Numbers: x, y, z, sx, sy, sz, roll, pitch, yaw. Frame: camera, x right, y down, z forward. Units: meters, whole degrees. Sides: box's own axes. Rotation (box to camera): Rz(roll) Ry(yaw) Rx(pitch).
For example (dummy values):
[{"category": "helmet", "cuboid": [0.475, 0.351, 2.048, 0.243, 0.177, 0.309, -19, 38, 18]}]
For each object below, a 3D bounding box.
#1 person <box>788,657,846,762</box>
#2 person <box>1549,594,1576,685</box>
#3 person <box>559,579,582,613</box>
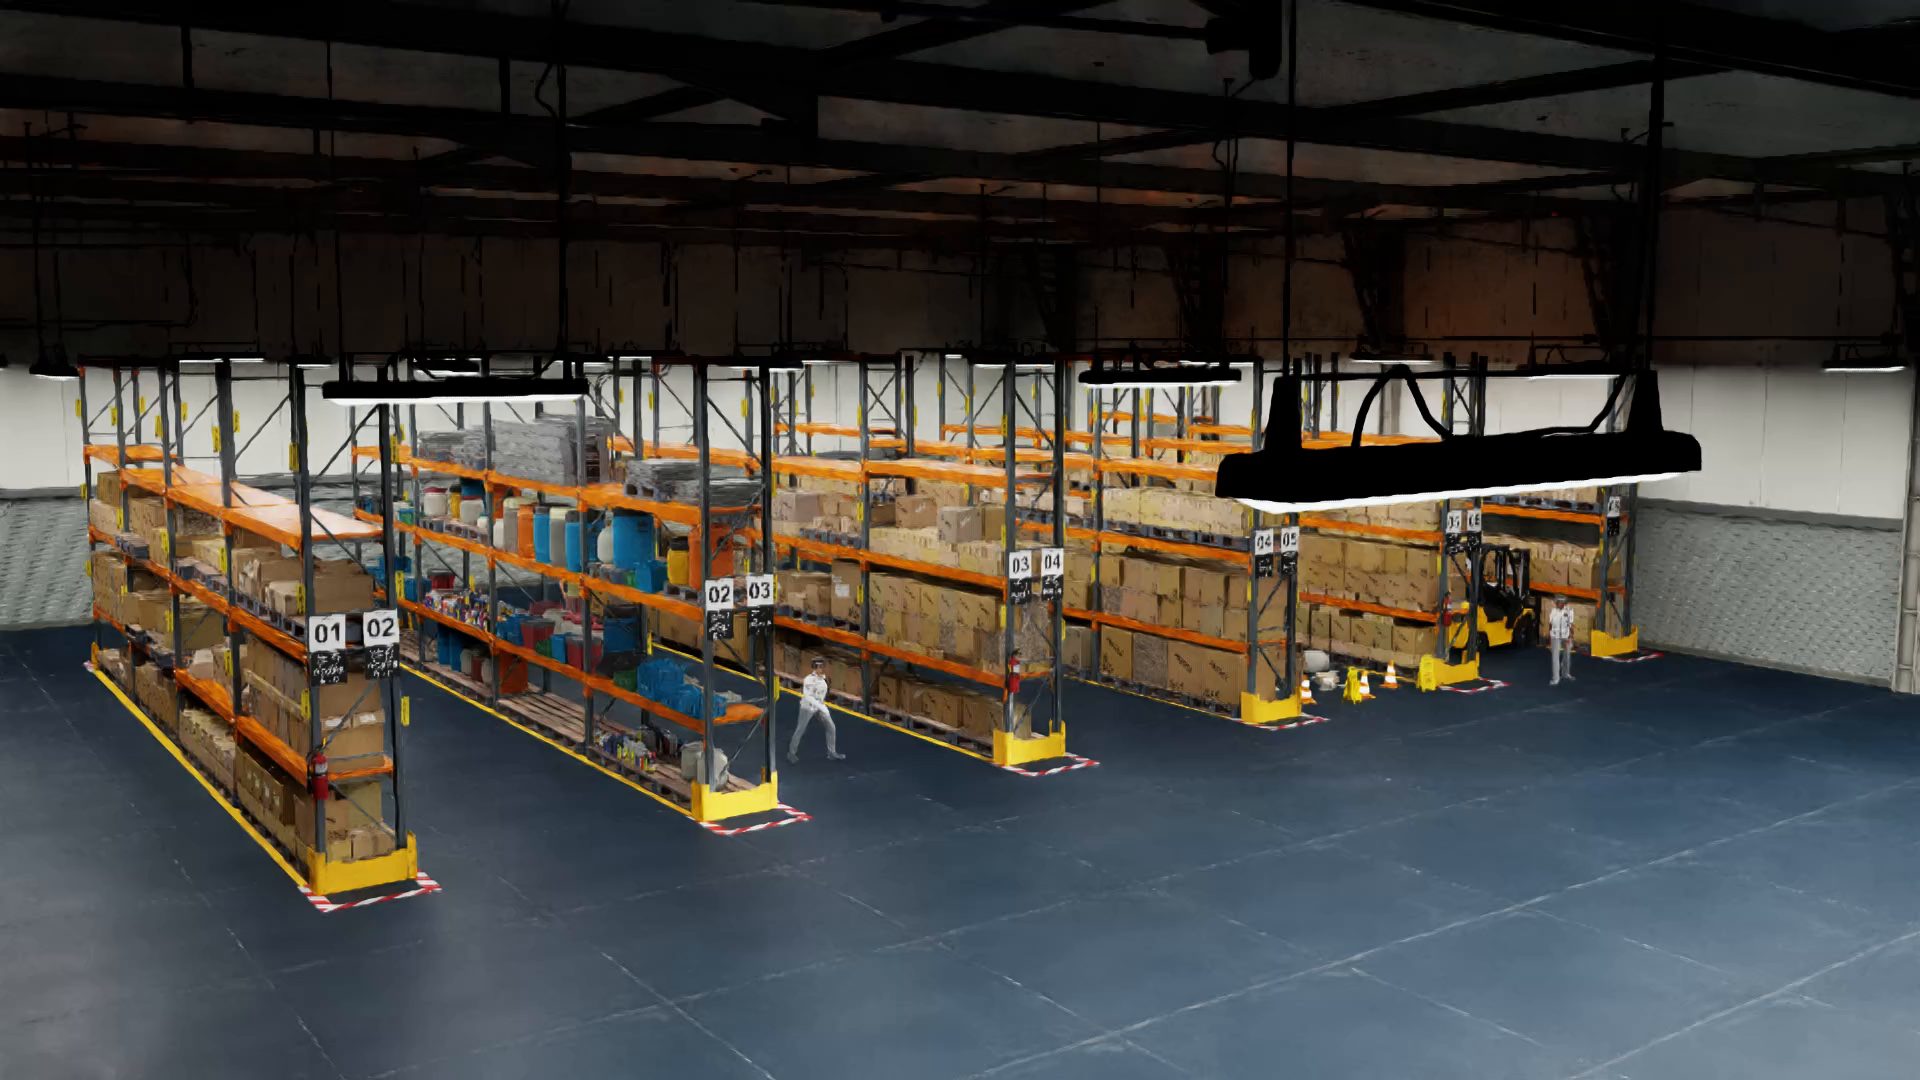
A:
[{"category": "person", "cuboid": [-2.195, 2.516, 24.868, 0.786, 1.609, 0.635, 5, 8, 35]}, {"category": "person", "cuboid": [11.096, 1.804, 30.615, 0.476, 1.655, 0.687, 3, 8, 27]}, {"category": "person", "cuboid": [-8.323, 1.197, 35.822, 0.598, 1.618, 0.507, -5, 9, -37]}]
